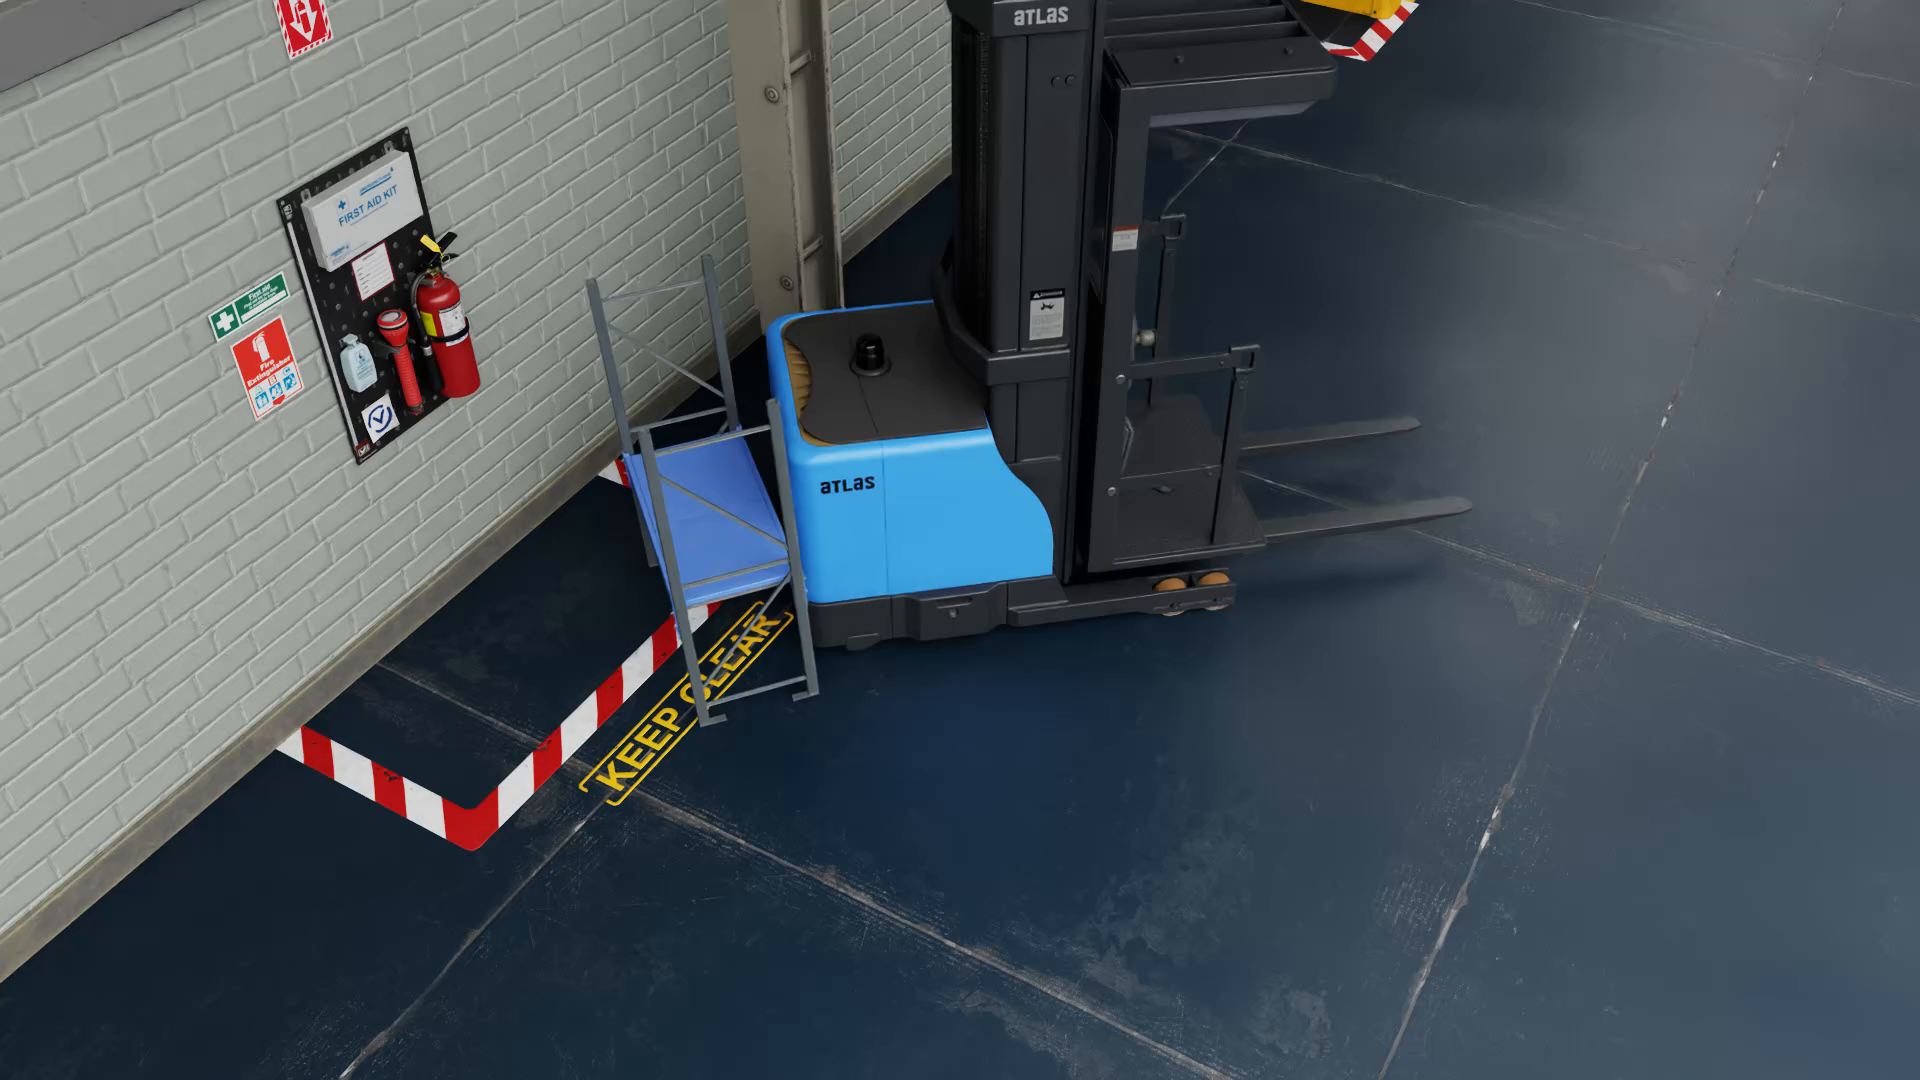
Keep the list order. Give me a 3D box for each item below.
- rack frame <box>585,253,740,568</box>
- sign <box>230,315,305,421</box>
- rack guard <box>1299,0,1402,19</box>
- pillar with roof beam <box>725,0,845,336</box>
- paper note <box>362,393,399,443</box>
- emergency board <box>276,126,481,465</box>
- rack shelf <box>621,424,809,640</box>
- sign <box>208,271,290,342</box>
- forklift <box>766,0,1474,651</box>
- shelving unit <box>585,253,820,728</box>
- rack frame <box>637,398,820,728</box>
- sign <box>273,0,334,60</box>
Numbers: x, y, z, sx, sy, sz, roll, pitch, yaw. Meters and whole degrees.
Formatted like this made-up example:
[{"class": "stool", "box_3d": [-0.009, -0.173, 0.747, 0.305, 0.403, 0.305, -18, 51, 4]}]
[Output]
[{"class": "rack frame", "box_3d": [-1.185, -0.504, 6.989, 0.500, 1.500, 0.032, -15, 43, -13]}, {"class": "sign", "box_3d": [-2.483, -0.617, 5.970, 0.001, 0.329, 0.234, 21, 45, 22]}, {"class": "rack guard", "box_3d": [2.592, -4.139, 11.888, 1.175, 0.500, 0.348, 21, 45, 22]}, {"class": "pillar with roof beam", "box_3d": [2.880, -3.115, 4.294, 9.100, 9.000, 0.400, 21, 45, 22]}, {"class": "paper note", "box_3d": [-2.265, -0.477, 6.504, 0.016, 0.148, 0.142, 21, 45, 22]}, {"class": "emergency board", "box_3d": [-2.117, -0.886, 6.302, 0.194, 1.169, 0.643, 21, 45, 22]}, {"class": "rack shelf", "box_3d": [-1.008, -0.055, 6.751, 0.538, 0.185, 1.000, -15, 43, -13]}, {"class": "sign", "box_3d": [-2.473, -0.816, 5.794, 0.001, 0.109, 0.331, 21, 45, 22]}, {"class": "forklift", "box_3d": [0.736, -1.109, 6.607, 3.031, 2.935, 1.130, -7, 42, -8]}, {"class": "shelving unit", "box_3d": [-1.014, -0.188, 6.630, 0.538, 1.500, 1.048, -15, 43, -13]}, {"class": "rack frame", "box_3d": [-0.844, 0.129, 6.270, 0.500, 1.500, 0.032, -15, 43, -13]}, {"class": "sign", "box_3d": [-2.207, -1.784, 5.568, 0.001, 0.298, 0.199, 21, 45, 22]}]
